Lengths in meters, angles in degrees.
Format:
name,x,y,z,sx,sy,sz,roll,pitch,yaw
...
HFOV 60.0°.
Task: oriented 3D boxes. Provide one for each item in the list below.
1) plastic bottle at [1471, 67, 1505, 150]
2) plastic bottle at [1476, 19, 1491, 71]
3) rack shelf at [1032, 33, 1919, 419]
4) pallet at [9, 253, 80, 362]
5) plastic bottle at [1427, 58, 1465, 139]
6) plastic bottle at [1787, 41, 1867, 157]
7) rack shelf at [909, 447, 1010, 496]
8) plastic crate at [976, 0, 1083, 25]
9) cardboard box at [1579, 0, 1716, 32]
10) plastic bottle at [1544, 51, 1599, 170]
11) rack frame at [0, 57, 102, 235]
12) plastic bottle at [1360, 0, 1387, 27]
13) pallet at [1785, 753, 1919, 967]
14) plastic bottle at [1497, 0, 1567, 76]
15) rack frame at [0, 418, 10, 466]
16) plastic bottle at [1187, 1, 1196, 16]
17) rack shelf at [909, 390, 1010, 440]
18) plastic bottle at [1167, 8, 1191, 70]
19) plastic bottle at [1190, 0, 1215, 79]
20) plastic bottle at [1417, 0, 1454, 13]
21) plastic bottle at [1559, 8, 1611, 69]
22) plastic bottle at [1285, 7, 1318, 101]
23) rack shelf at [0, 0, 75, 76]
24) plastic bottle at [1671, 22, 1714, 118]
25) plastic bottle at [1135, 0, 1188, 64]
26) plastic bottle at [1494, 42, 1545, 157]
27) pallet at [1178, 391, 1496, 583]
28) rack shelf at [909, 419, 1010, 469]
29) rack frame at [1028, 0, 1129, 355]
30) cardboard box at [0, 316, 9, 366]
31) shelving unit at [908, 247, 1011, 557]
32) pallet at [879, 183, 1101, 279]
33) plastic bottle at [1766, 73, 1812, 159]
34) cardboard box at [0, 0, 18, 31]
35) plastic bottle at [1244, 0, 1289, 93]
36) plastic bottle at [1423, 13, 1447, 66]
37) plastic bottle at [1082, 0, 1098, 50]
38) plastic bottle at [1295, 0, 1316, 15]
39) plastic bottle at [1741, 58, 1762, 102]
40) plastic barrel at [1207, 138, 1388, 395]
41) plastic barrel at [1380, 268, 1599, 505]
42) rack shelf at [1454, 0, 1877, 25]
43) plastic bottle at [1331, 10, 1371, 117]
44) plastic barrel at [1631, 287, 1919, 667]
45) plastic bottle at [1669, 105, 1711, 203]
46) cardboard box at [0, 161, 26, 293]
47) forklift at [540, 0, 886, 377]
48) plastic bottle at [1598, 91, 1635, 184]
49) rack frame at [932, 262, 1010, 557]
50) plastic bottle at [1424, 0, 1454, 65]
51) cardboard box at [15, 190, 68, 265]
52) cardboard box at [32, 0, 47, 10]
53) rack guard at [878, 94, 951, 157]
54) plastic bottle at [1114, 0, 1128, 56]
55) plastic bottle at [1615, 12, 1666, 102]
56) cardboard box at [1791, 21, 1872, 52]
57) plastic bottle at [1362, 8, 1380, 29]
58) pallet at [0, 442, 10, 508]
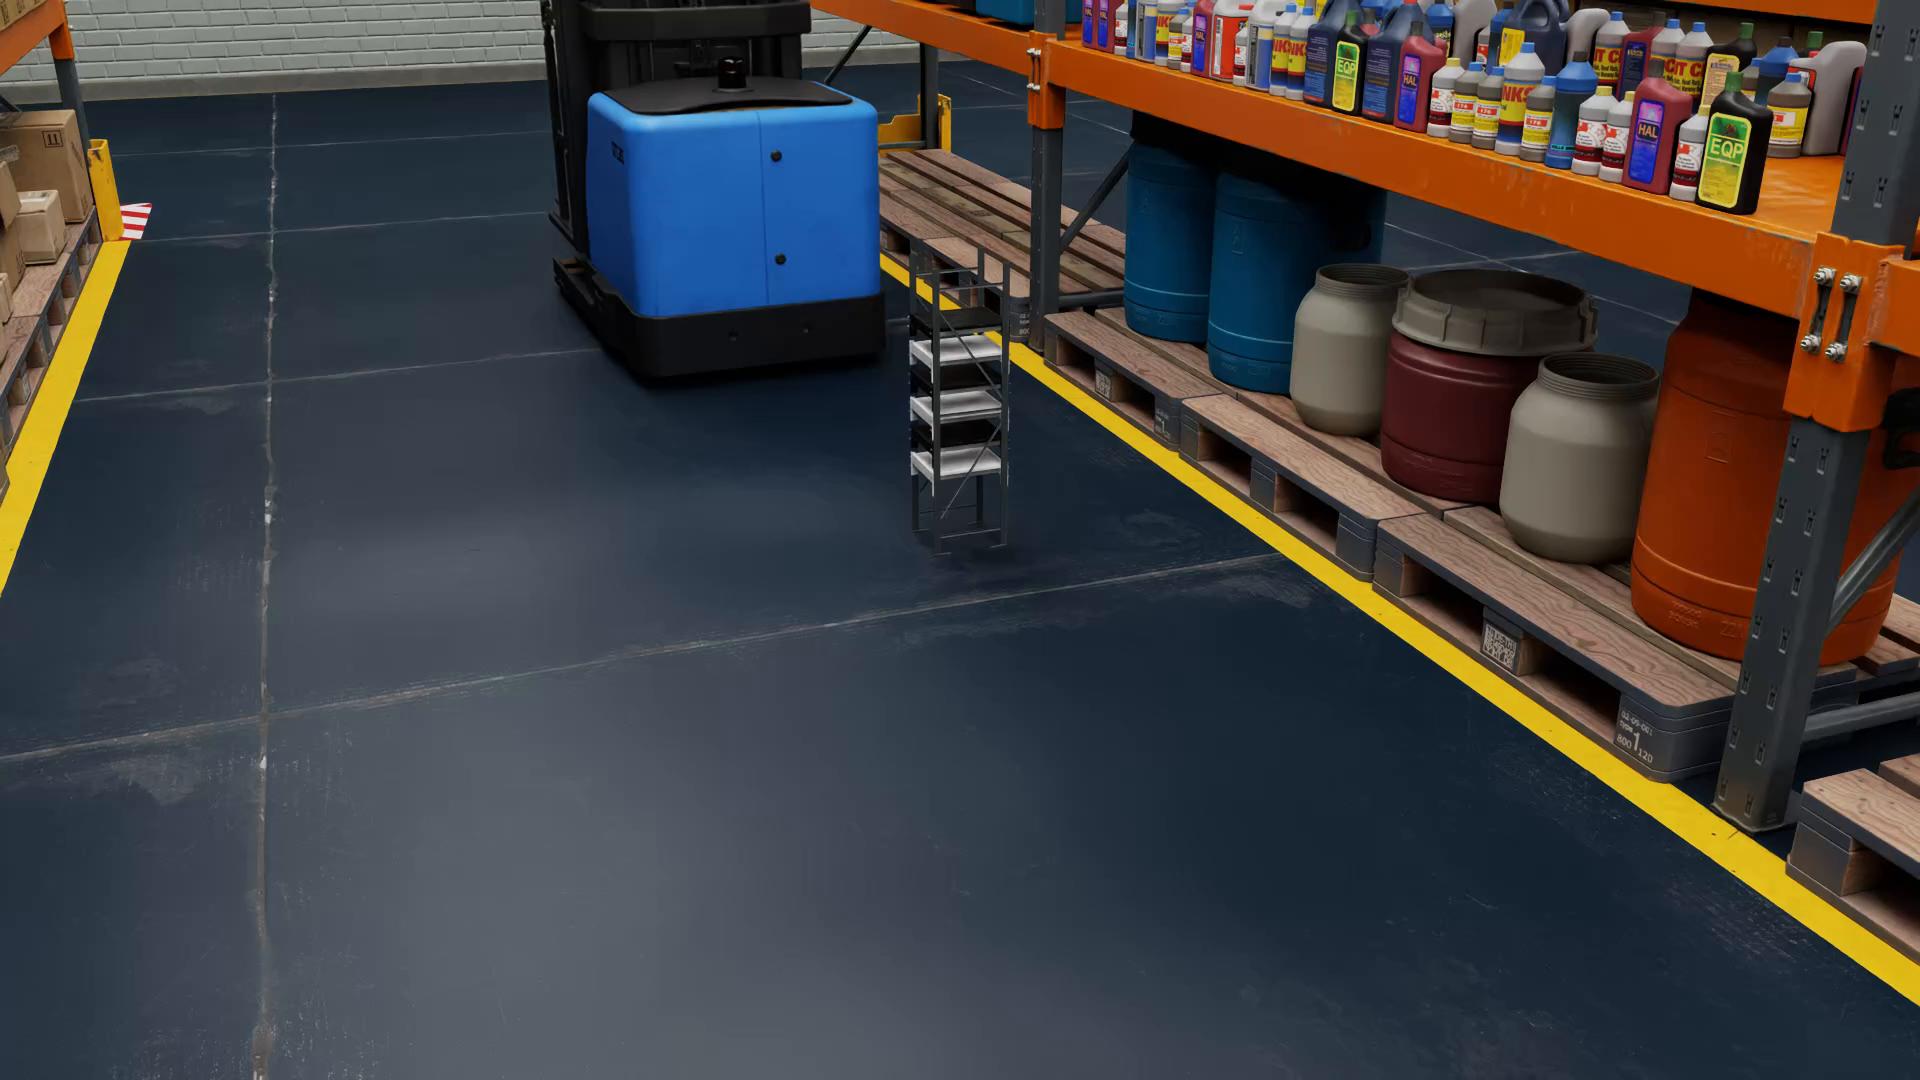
name,x,y,z,sx,sy,sz,roll,pitch,yaw
plastic bottle,1.380,-1.115,4.290,0.097,0.201,0.097,0,23,0
plastic bottle,1.731,-1.589,5.414,0.097,0.201,0.097,0,23,0
rack shelf,1.493,-1.209,5.182,1.077,0.370,4.000,-8,24,-19
pallet,-4.525,-0.997,7.344,1.003,0.211,1.213,-8,24,-19
plastic bottle,1.311,-1.186,4.458,0.097,0.201,0.097,0,23,0
plastic bottle,2.186,-1.126,4.219,0.152,0.276,0.135,-8,24,-19
rack shelf,-0.003,-0.221,5.165,0.258,0.077,0.200,-8,24,-19
plastic crate,0.302,-2.410,7.049,0.392,0.384,0.575,-8,24,-19
cardboard box,4.629,-3.062,10.848,0.875,0.875,0.875,-8,24,-19
plastic bottle,1.483,-1.042,4.025,0.097,0.271,0.097,0,23,0
rack frame,-5.262,-3.042,8.605,1.000,3.000,0.127,-8,24,-19
plastic bottle,1.425,-1.769,5.750,0.097,0.271,0.097,0,23,0
pallet,2.437,0.758,3.179,1.003,0.211,1.213,-8,24,-19
plastic bottle,1.712,-1.485,4.975,0.144,0.351,0.185,-8,24,-19
rack frame,-3.849,-1.589,5.157,1.000,3.000,0.127,-8,24,-19
plastic bottle,0.833,-1.846,6.023,0.097,0.201,0.097,0,23,0
rack shelf,-0.003,-0.387,5.095,0.258,0.077,0.200,-8,24,-19
plastic bottle,0.772,-1.741,5.773,0.097,0.201,0.097,0,23,0
plastic bottle,0.831,-1.699,5.568,0.061,0.283,0.133,-8,24,-19
plastic bottle,1.583,-1.746,5.690,0.152,0.276,0.135,-8,24,-19
plastic bottle,1.859,-1.462,5.016,0.152,0.276,0.135,-8,24,-19
plastic bottle,1.052,-1.485,5.077,0.097,0.271,0.097,0,23,0
rack shelf,-4.555,-1.984,7.021,1.077,0.370,4.000,-8,24,-19
plastic bottle,2.042,-1.302,4.643,0.097,0.271,0.097,0,23,0
plastic bottle,0.723,-1.856,5.952,0.152,0.276,0.135,-8,24,-19
plastic bottle,1.415,-1.112,4.193,0.097,0.271,0.097,0,23,0
pallet,1.455,-0.252,5.576,1.003,0.211,1.213,-8,24,-19
rack shelf,-0.003,-0.304,5.130,0.258,0.077,0.200,-8,24,-19
rack frame,0.786,-2.267,6.766,1.000,3.000,0.127,-8,24,-19
cardboard box,-3.795,-0.734,6.026,0.500,0.311,0.500,-8,24,-19
shelving unit,-0.003,-0.418,5.082,0.258,0.900,0.210,-8,24,-19
pallet,0.056,-1.688,8.983,1.003,0.211,1.213,-8,24,-19
plastic bottle,2.075,-1.068,4.177,0.097,0.201,0.097,0,23,0
cardboard box,-4.314,-2.409,6.976,0.500,0.500,0.500,-9,24,-20
plastic bottle,1.002,-1.569,5.269,0.152,0.276,0.135,-8,24,-19
plastic bottle,1.323,-1.350,4.742,0.061,0.283,0.133,-8,24,-19
plastic bottle,0.517,-2.021,6.334,0.061,0.283,0.133,-8,24,-19
plastic bottle,1.282,-1.935,6.043,0.144,0.351,0.185,-8,24,-19
plastic bottle,2.123,-1.186,4.457,0.097,0.201,0.097,0,23,0
plastic barrel,1.213,-1.036,6.007,0.600,0.901,0.708,-8,24,-19
plastic barrel,1.612,-0.481,5.094,0.600,0.588,0.708,-8,24,-19
rack shelf,4.713,-3.342,10.242,1.077,0.370,4.000,-8,24,-19
plastic bottle,1.141,-1.379,4.810,0.061,0.283,0.133,-8,24,-19
plastic barrel,2.011,-0.182,4.074,0.600,0.830,0.708,-8,24,-19
plastic bottle,1.634,-0.855,3.672,0.097,0.201,0.097,0,23,0
cardboard box,-4.517,-1.323,7.174,0.797,0.503,0.637,-8,24,-19
forklift,-1.338,-2.541,7.505,1.130,2.935,3.031,-9,24,-20
plastic bottle,1.552,-0.939,3.871,0.097,0.201,0.097,0,23,0
rack frame,0.033,-0.381,4.995,0.240,0.900,0.006,-8,24,-19
plastic bottle,1.555,-1.636,5.434,0.097,0.271,0.097,0,23,0
cardboard box,-4.532,-1.465,7.837,0.500,0.250,0.500,-8,24,-19
cardboard box,-4.663,-2.775,7.842,0.500,0.500,0.500,-8,24,-19
rack guard,-0.647,-2.575,10.716,1.175,0.500,0.348,-8,24,-19
plastic bottle,0.622,-1.896,6.141,0.097,0.201,0.097,0,23,0
plastic bottle,1.983,-1.387,4.830,0.061,0.283,0.133,-8,24,-19
cardboard box,5.262,-2.412,9.305,0.875,0.875,0.875,-8,24,-19
plastic bottle,1.221,-1.470,5.040,0.097,0.271,0.097,0,23,0
pallet,-3.526,-0.013,5.010,1.003,0.211,1.213,-8,24,-19
